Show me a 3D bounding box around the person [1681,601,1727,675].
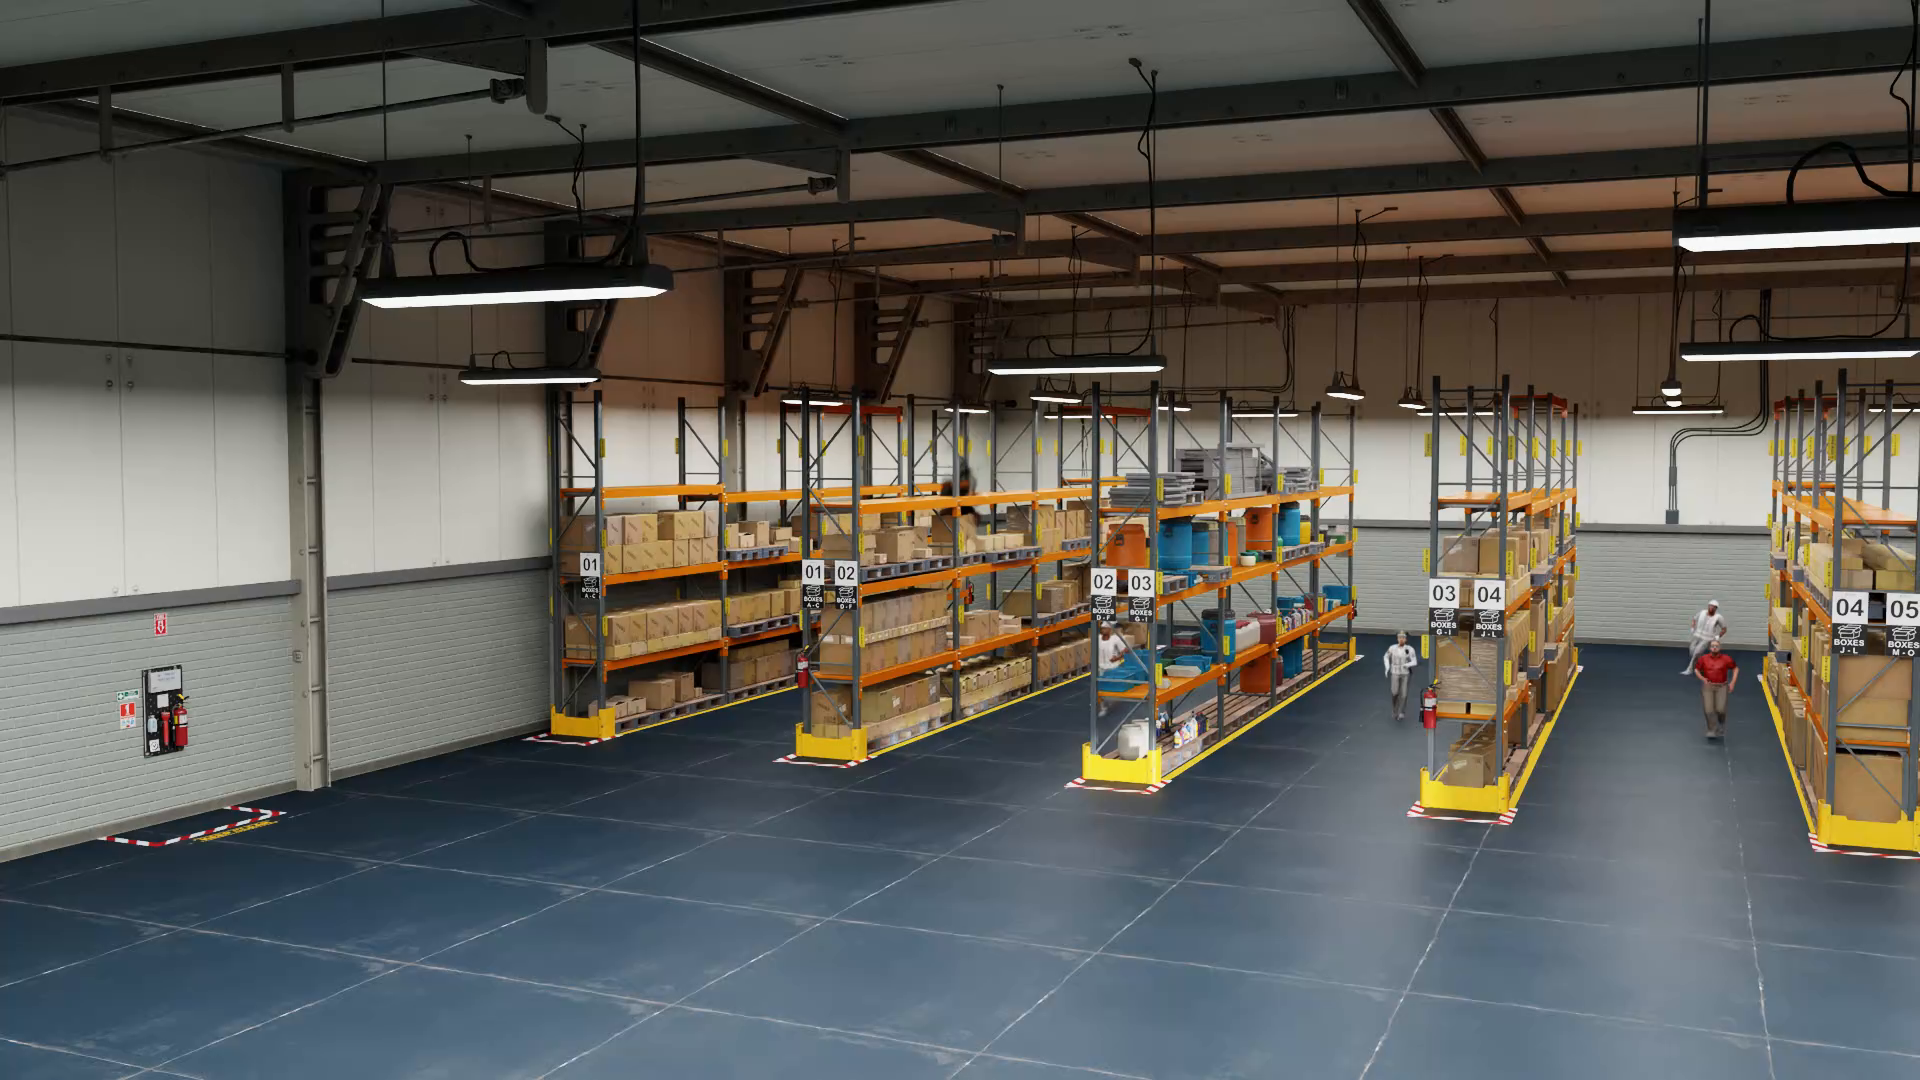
[{"bbox_3d":[16.389,2.154,36.501,0.831,1.663,0.702,3,4,44],"label":"person"}]

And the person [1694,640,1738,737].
[{"bbox_3d":[13.032,2.569,28.678,0.692,1.680,0.614,2,4,26],"label":"person"}]

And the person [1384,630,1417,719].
[{"bbox_3d":[8.064,2.473,30.464,0.593,1.660,0.616,1,3,15],"label":"person"}]

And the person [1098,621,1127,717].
[{"bbox_3d":[2.790,2.406,31.279,0.690,1.763,0.823,1,3,22],"label":"person"}]
